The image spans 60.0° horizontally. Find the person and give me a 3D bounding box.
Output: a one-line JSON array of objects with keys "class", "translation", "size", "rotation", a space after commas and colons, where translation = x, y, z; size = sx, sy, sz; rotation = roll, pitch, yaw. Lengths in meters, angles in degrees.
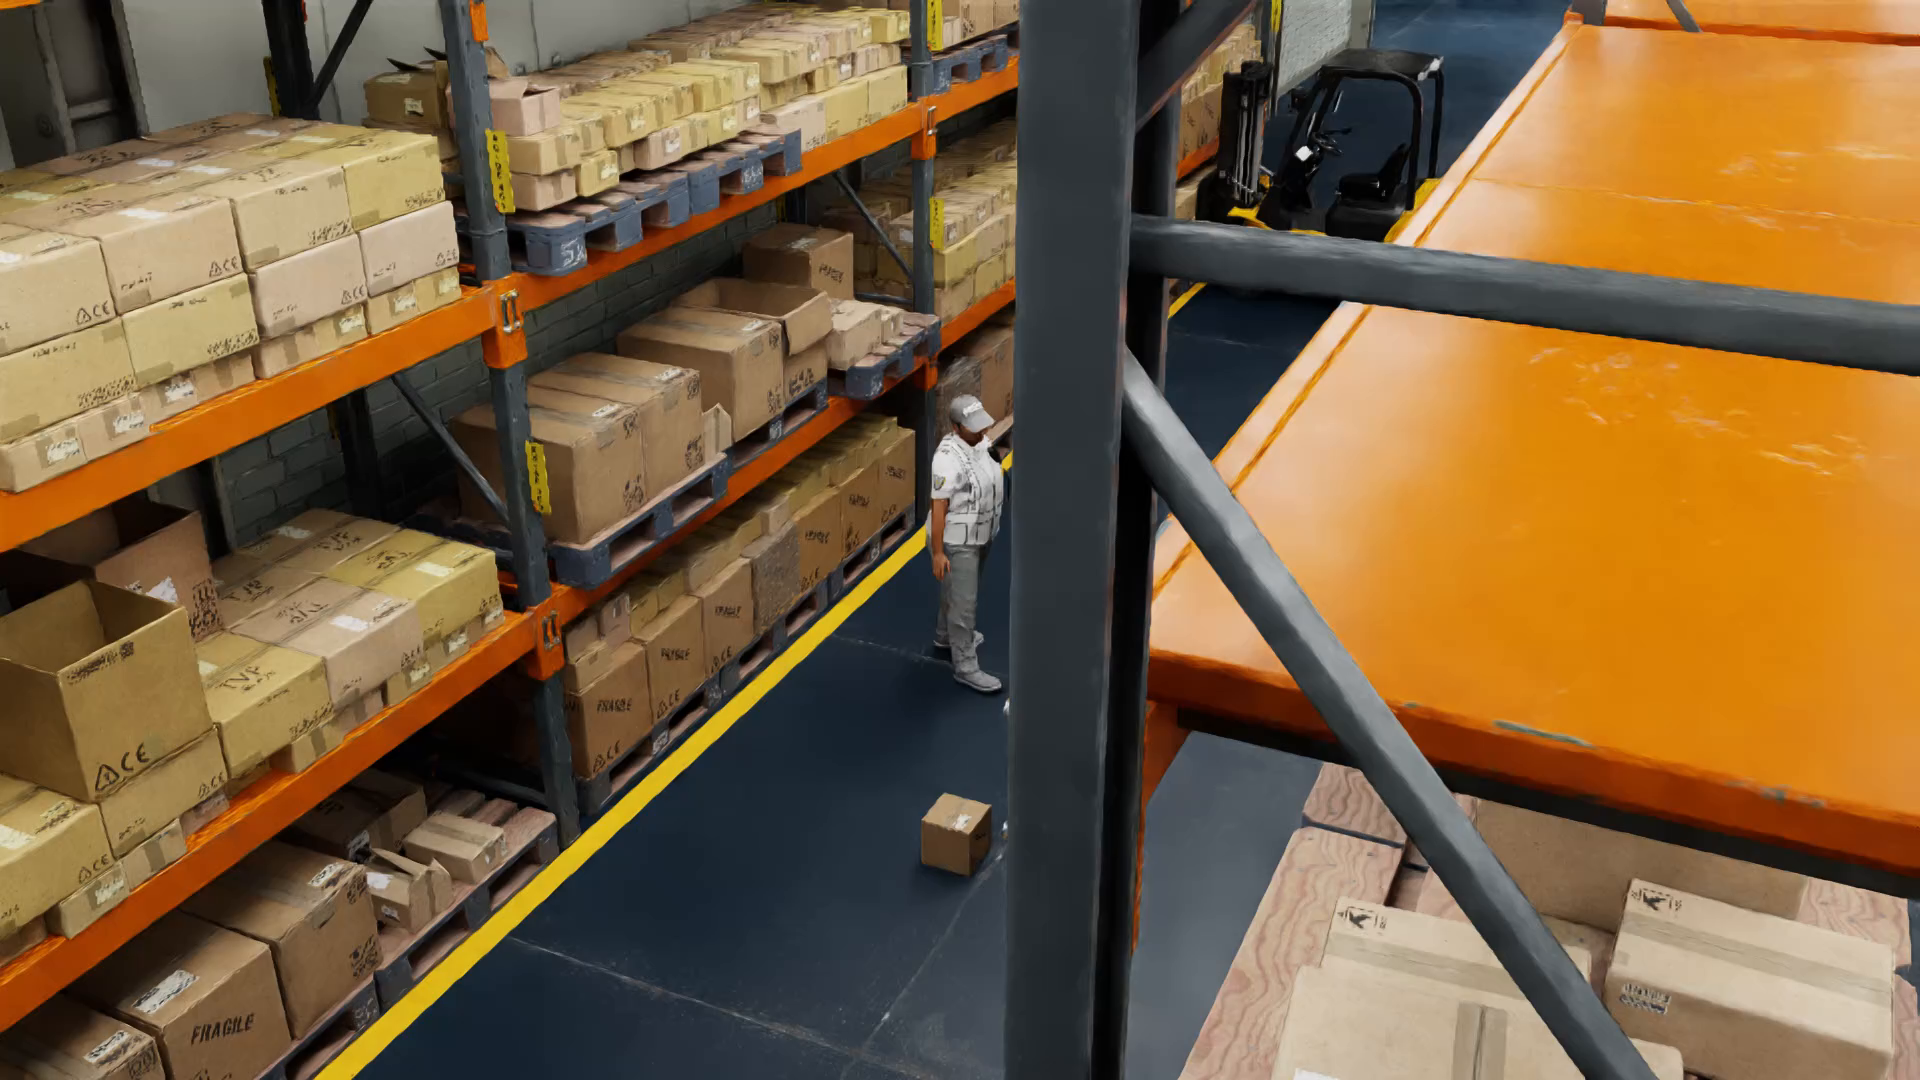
[{"class": "person", "translation": [0.040, -0.014, 9.109], "size": [0.569, 1.652, 0.671], "rotation": [13, 29, 25]}]
